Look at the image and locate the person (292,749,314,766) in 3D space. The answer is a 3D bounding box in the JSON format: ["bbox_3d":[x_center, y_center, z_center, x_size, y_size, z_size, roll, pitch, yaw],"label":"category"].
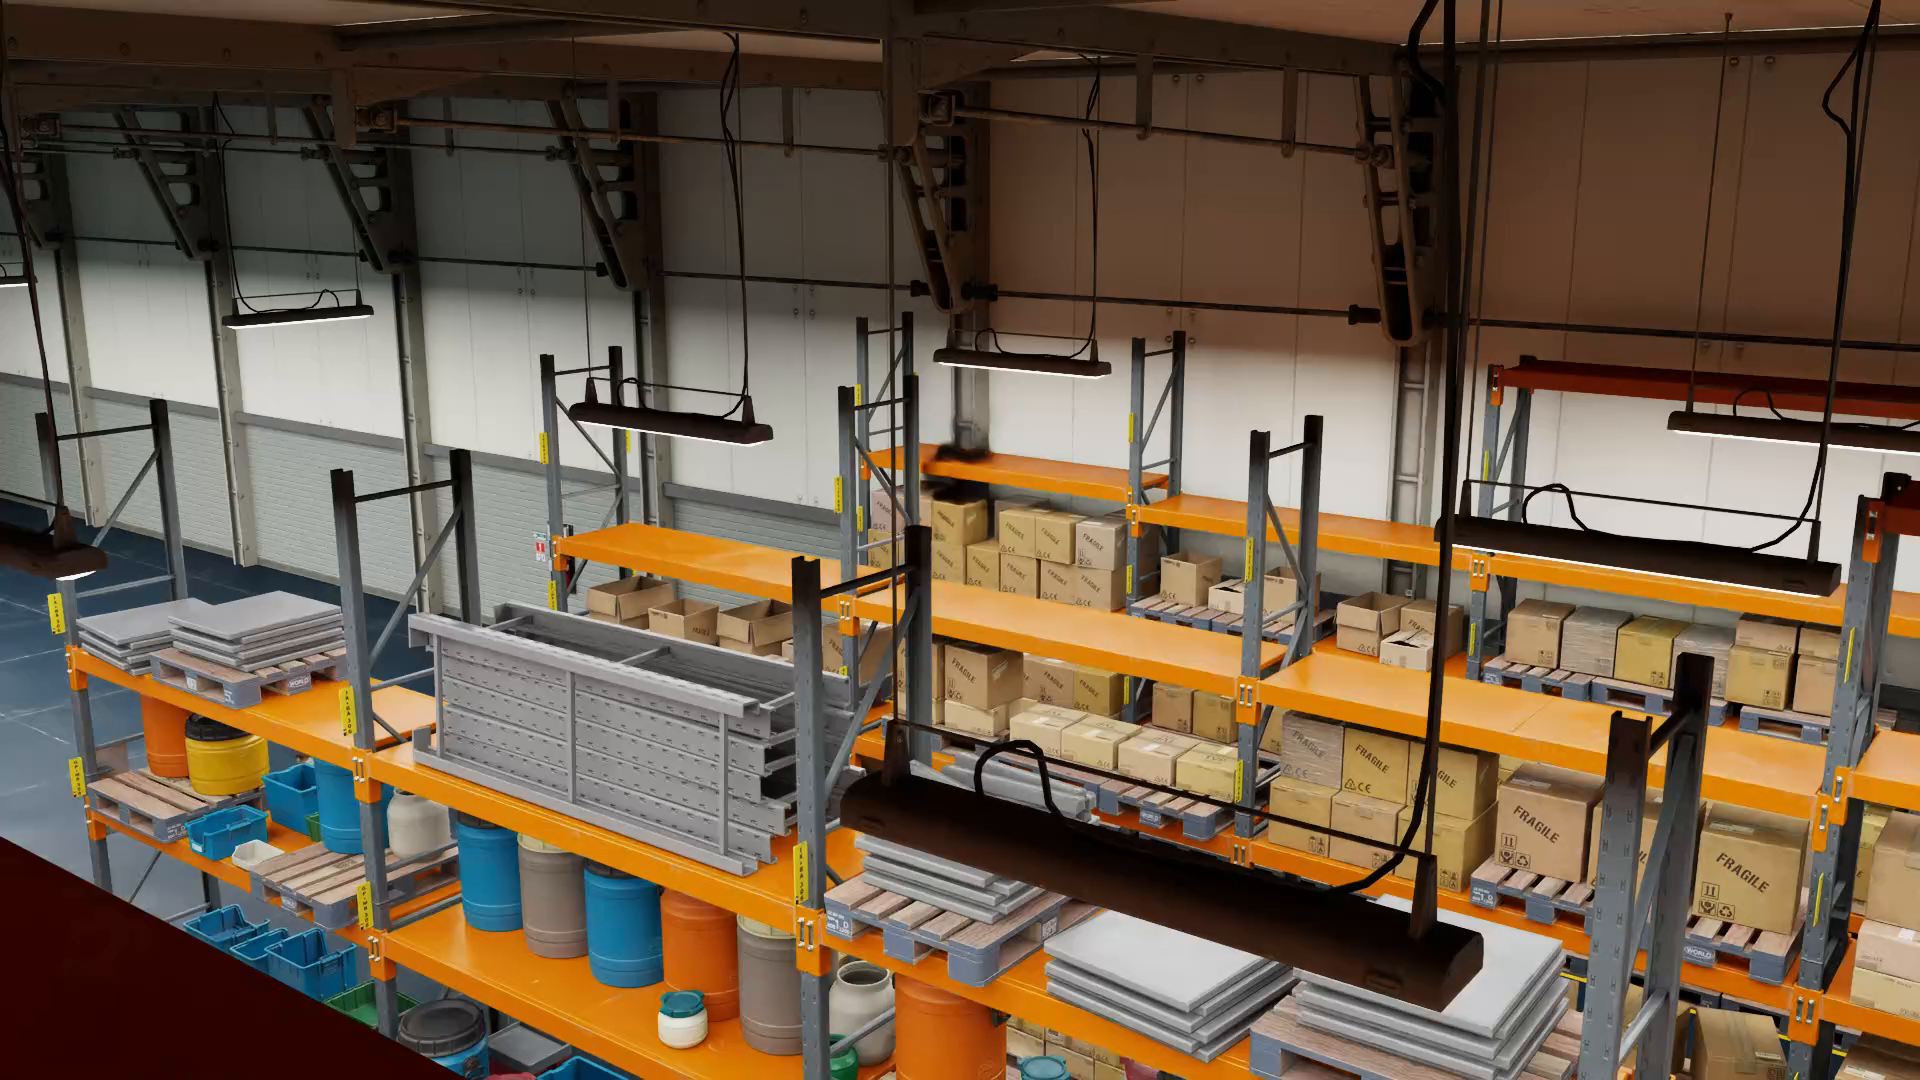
[{"bbox_3d":[-7.196,3.014,18.351,0.758,1.837,0.658,-5,14,-20],"label":"person"}]
